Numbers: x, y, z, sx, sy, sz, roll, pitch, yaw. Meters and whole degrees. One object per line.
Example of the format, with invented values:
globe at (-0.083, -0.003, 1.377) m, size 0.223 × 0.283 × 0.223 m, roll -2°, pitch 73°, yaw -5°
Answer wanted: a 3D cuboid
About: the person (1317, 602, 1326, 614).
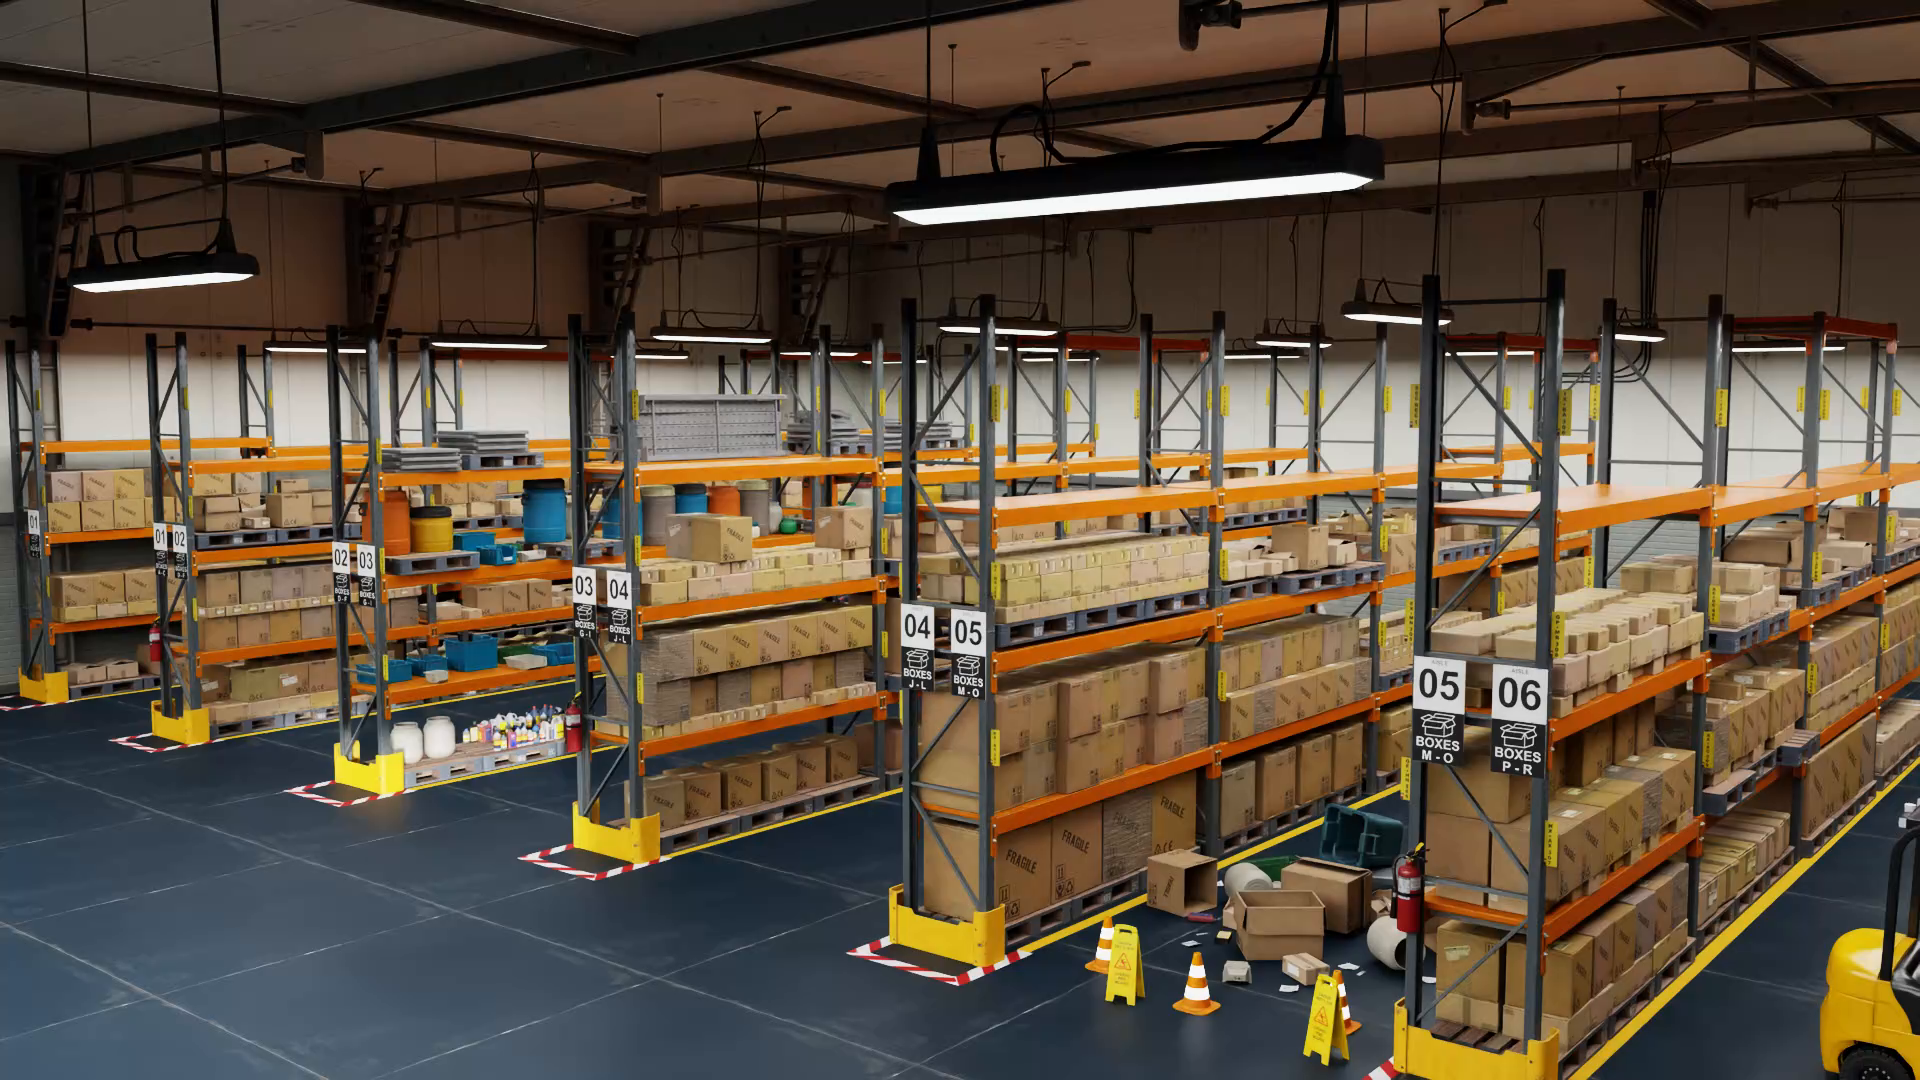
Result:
person at (6.818, 1.498, 31.754) m, size 0.947 × 1.636 × 0.488 m, roll 2°, pitch 6°, yaw 25°
